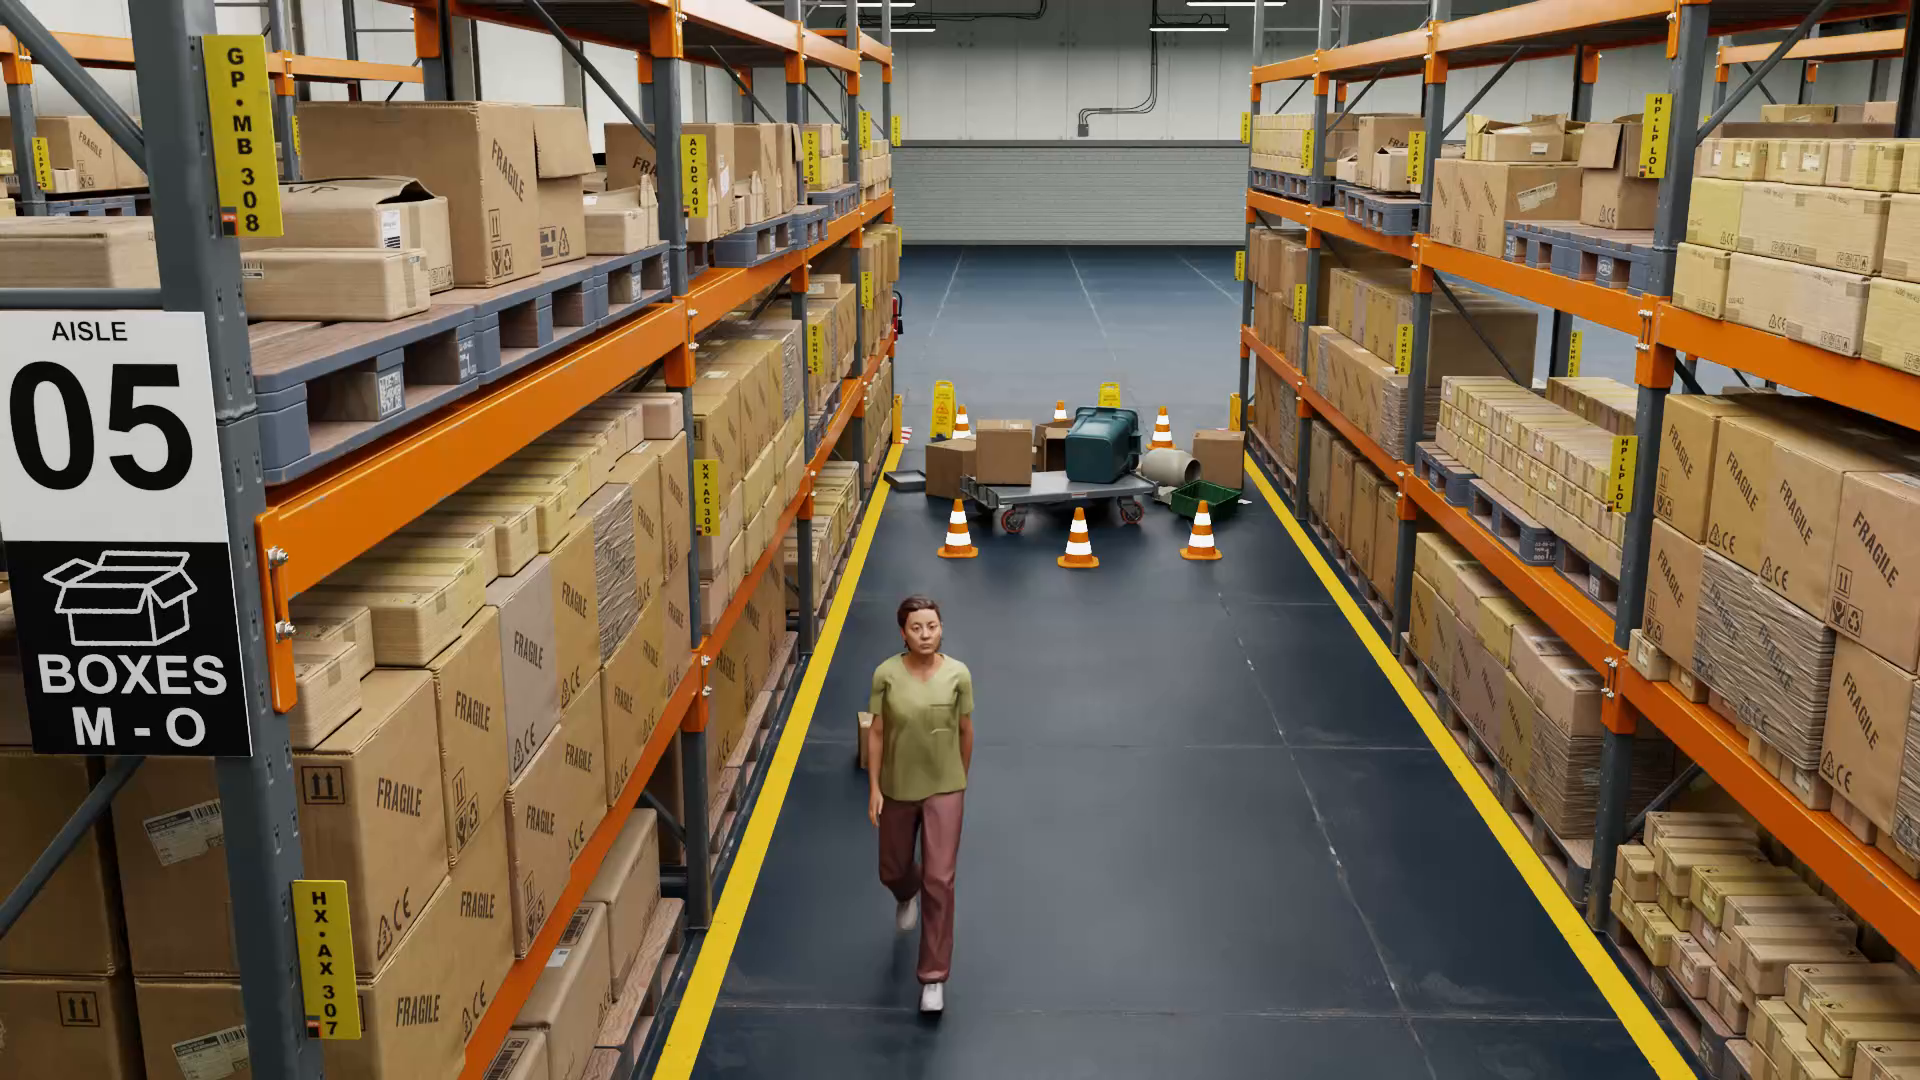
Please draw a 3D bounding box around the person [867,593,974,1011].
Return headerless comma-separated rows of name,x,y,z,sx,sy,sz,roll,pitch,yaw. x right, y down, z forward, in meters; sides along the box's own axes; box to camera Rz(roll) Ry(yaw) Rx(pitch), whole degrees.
person,-0.162,1.023,6.897,0.436,1.625,0.898,1,14,3
